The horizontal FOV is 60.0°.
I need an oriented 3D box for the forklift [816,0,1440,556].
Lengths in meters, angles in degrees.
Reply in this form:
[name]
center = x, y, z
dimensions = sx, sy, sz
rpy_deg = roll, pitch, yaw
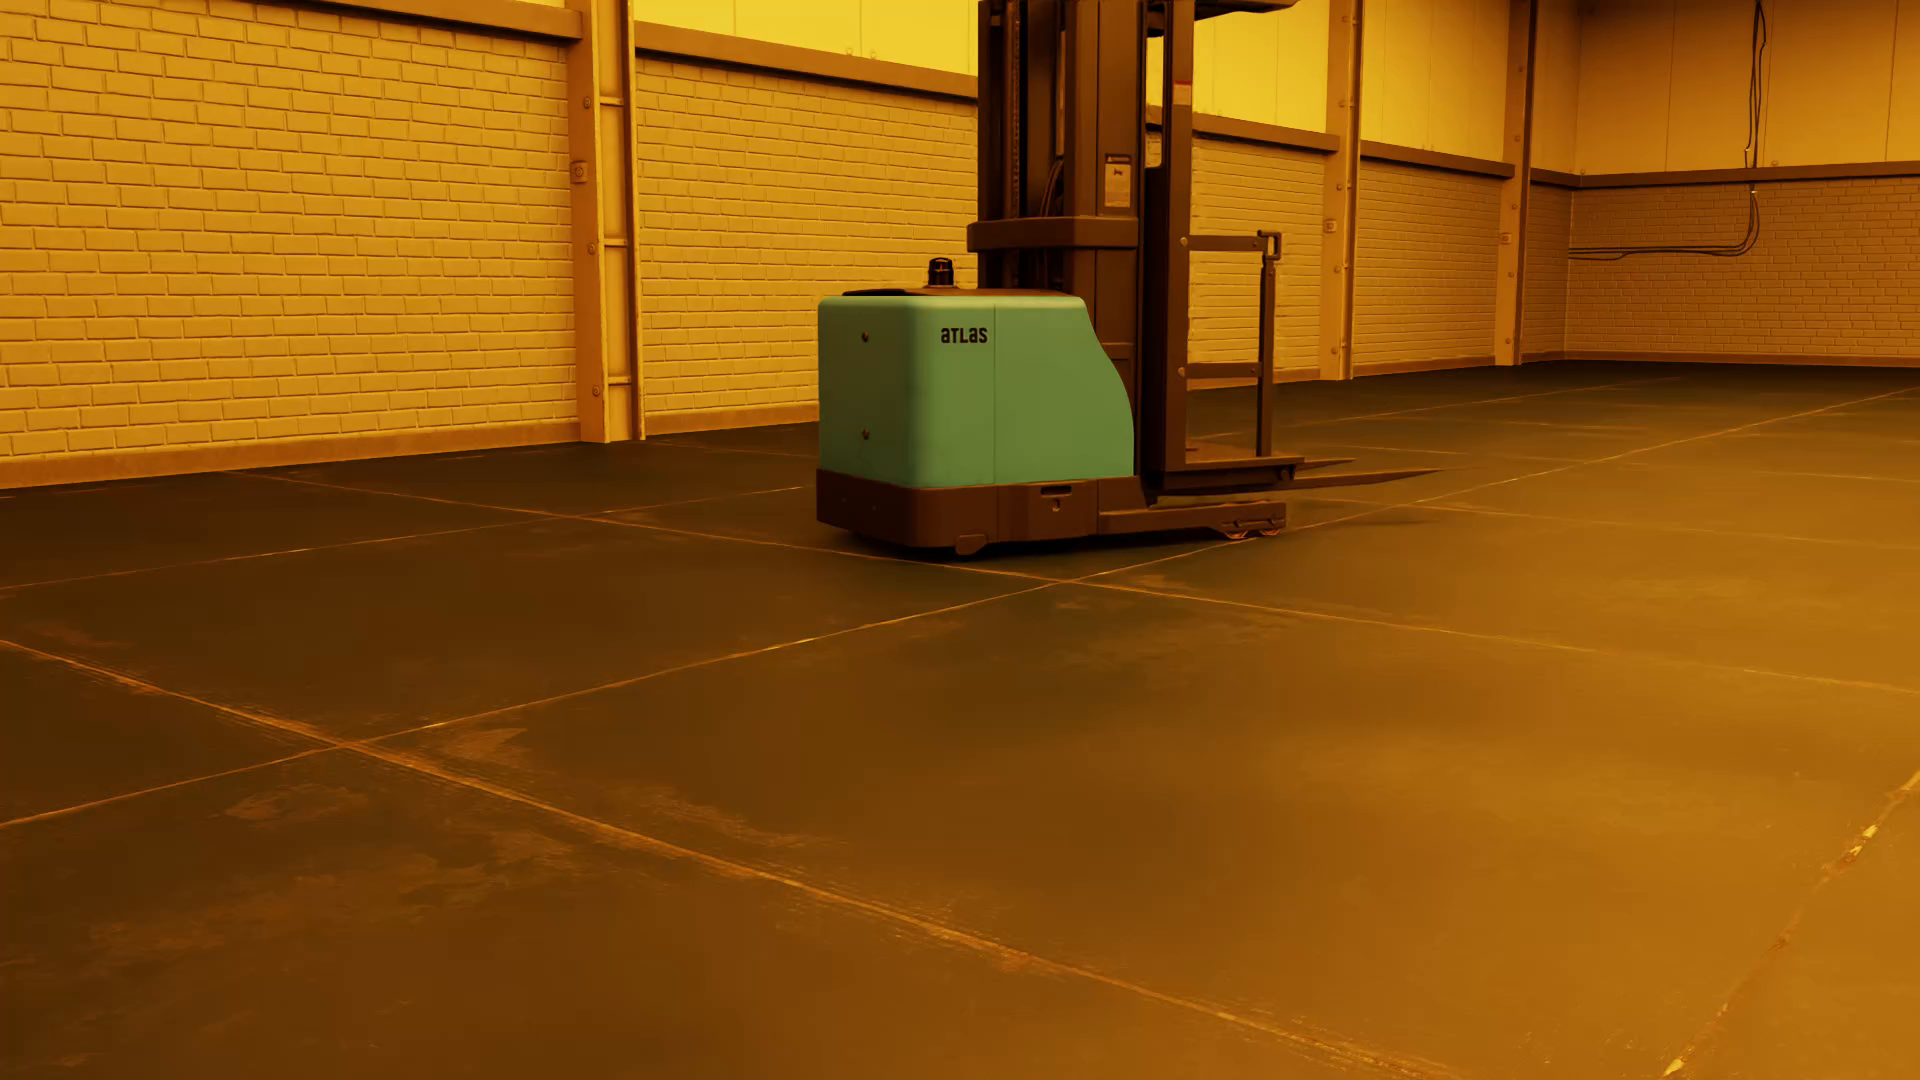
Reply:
[forklift]
center = 0.895, -1.513, 7.624
dimensions = 3.031, 2.935, 1.130
rpy_deg = -5, 9, -29
